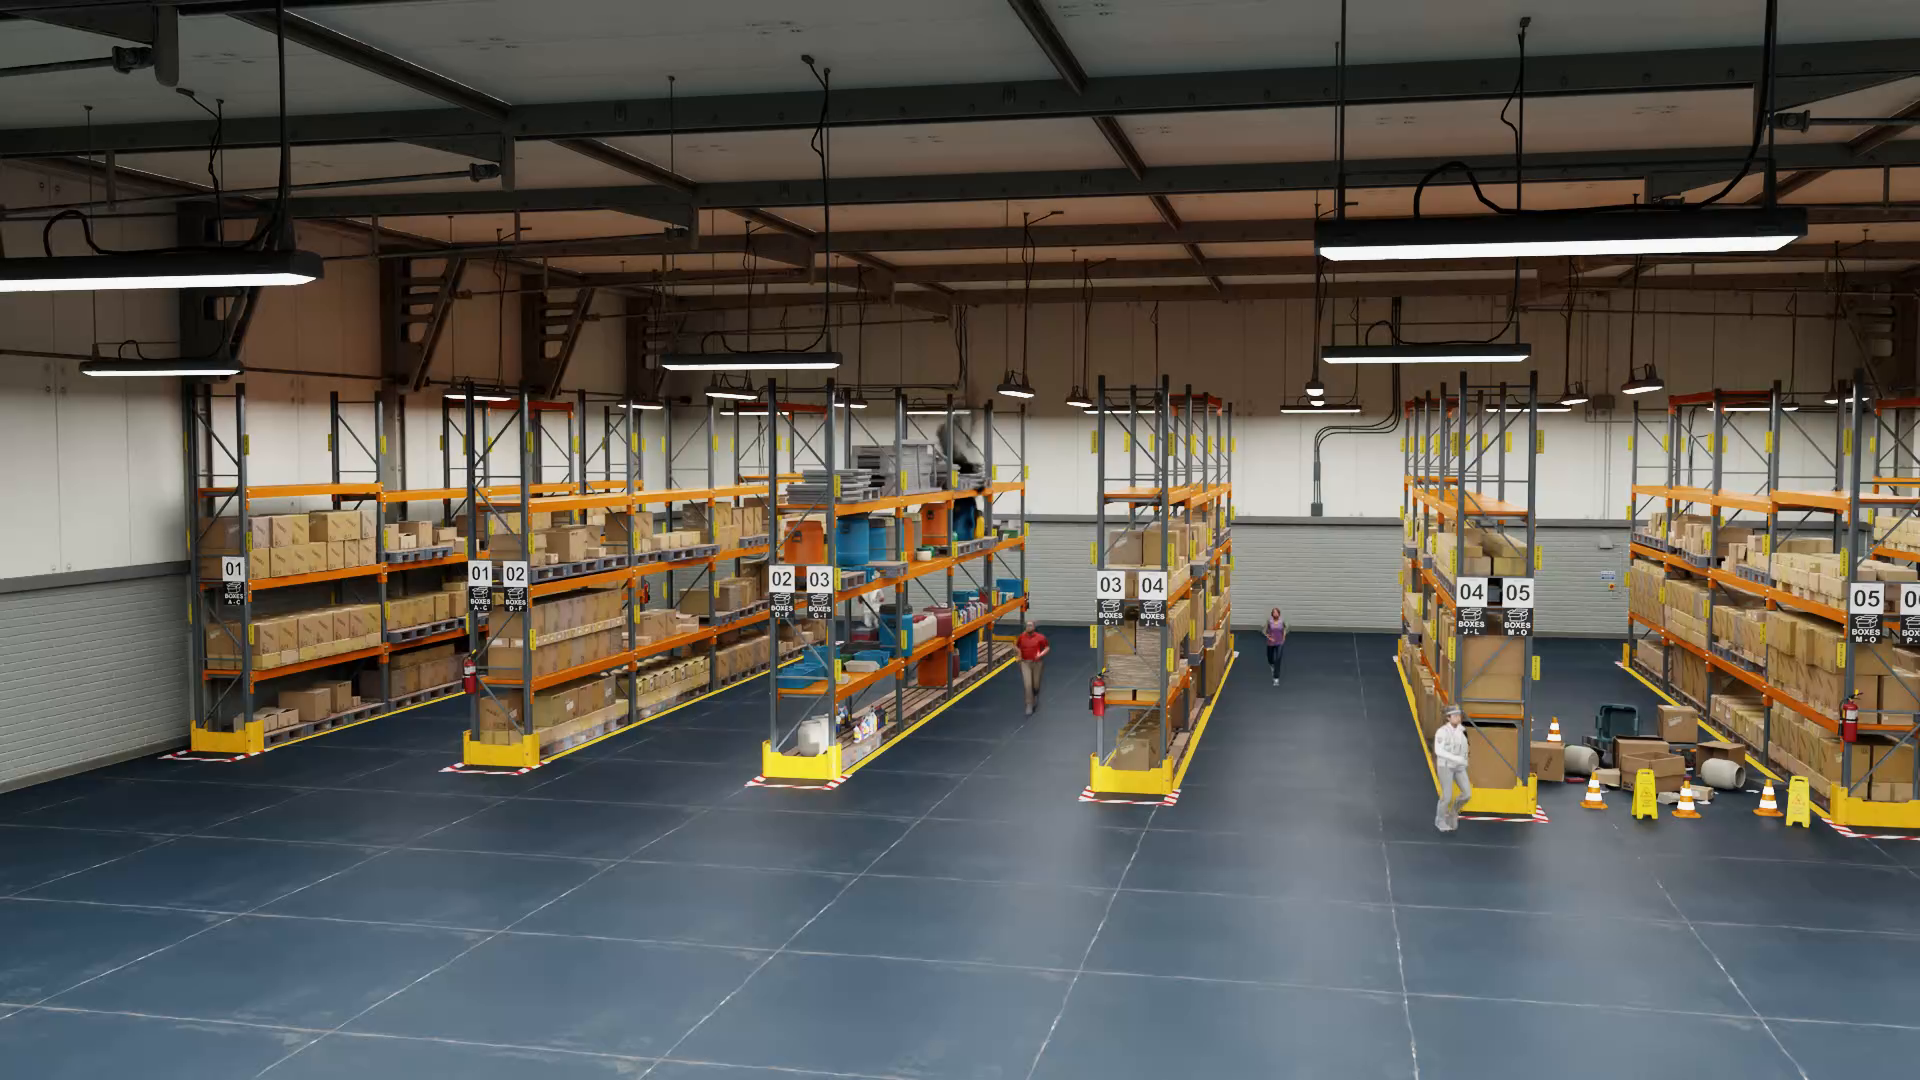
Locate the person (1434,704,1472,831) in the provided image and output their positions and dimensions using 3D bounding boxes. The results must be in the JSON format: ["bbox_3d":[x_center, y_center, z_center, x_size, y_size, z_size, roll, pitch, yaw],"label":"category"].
[{"bbox_3d":[6.384,2.944,21.426,0.638,1.682,0.619,-1,4,-23],"label":"person"}]

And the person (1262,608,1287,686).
[{"bbox_3d":[6.634,2.218,35.082,0.513,1.590,1.023,1,3,12],"label":"person"}]

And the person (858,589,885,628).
[{"bbox_3d":[-2.165,1.792,40.507,0.685,1.815,0.881,0,3,1],"label":"person"}]

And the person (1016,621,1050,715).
[{"bbox_3d":[1.354,2.378,31.200,0.654,1.724,0.786,0,3,8],"label":"person"}]
